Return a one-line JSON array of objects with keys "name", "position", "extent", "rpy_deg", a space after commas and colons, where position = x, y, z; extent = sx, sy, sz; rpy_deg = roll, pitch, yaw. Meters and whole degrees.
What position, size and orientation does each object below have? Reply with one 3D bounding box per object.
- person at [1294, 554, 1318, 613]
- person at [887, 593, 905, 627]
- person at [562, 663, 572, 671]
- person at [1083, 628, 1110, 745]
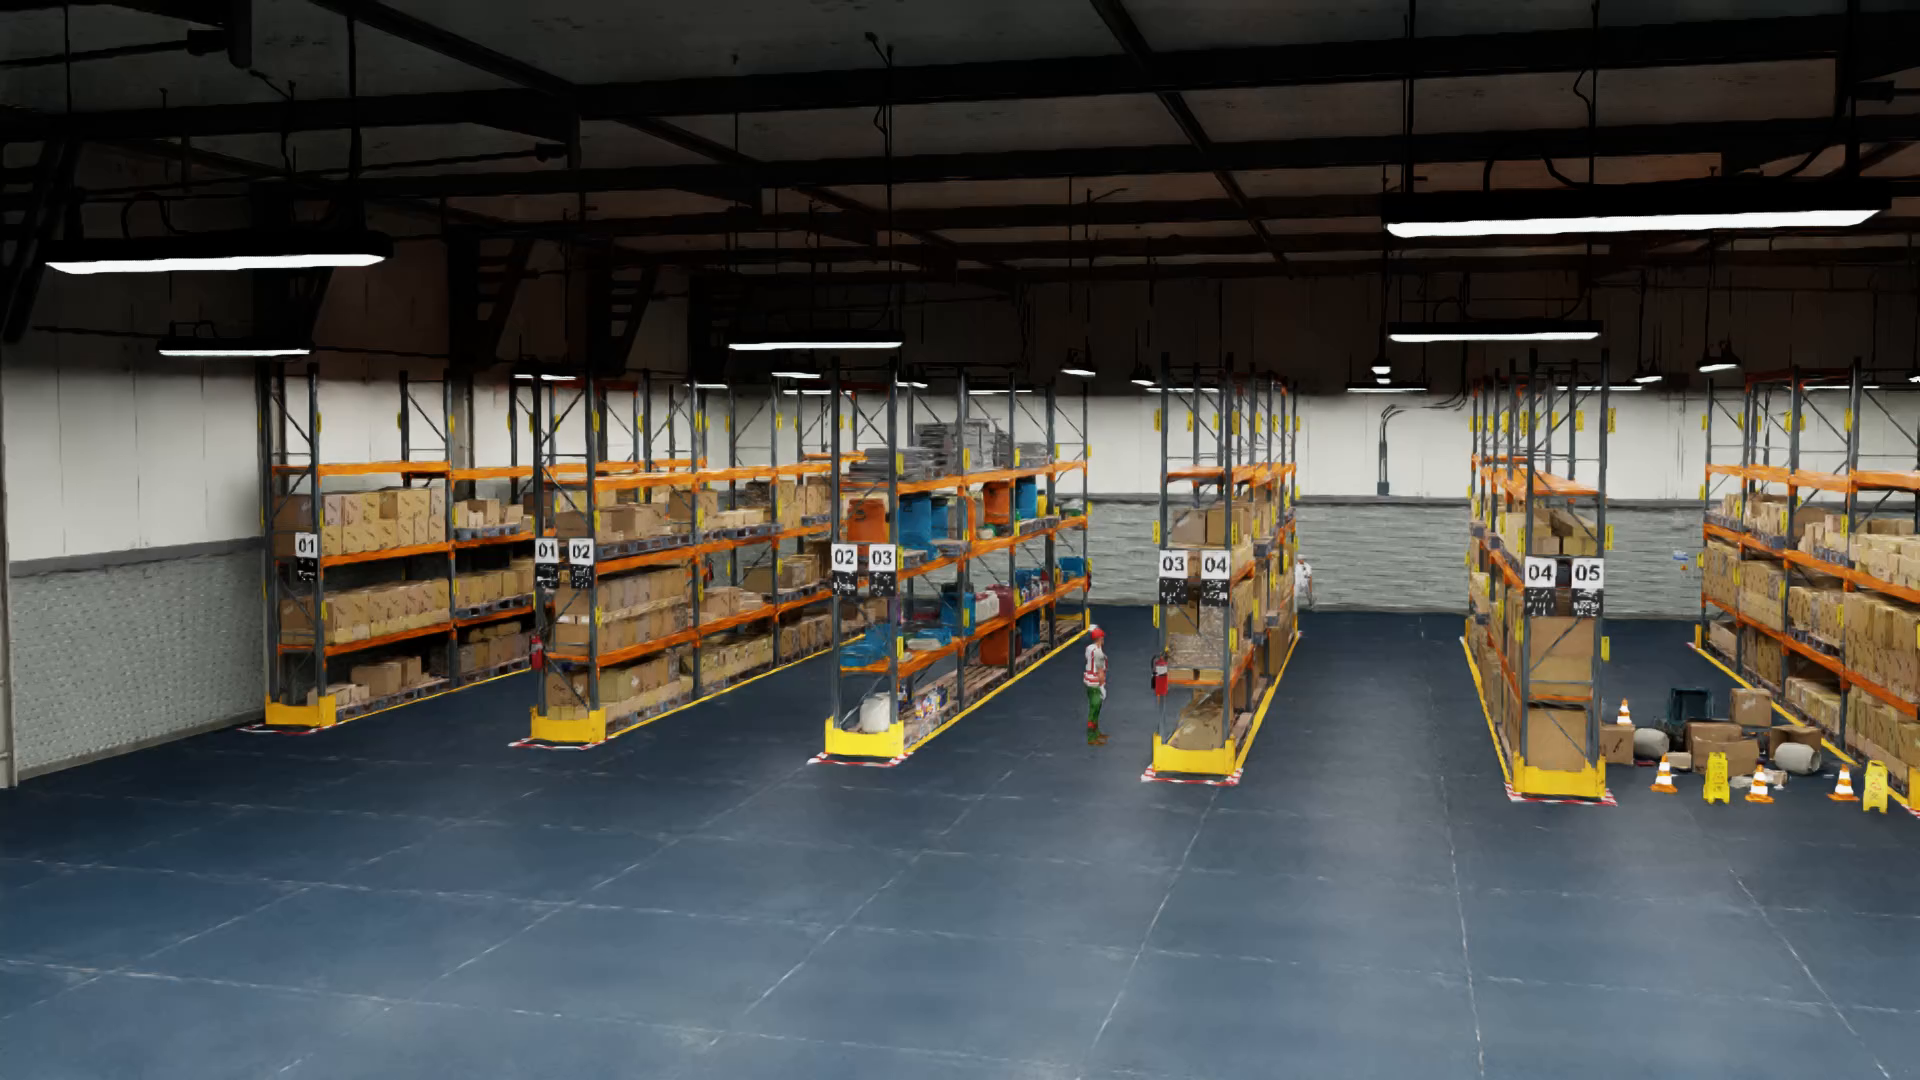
[{"name": "person", "position": [8.986, 1.152, 43.384], "extent": [0.527, 1.594, 0.935], "rpy_deg": [3, 5, 35]}, {"name": "person", "position": [-1.386, 1.690, 36.033], "extent": [0.432, 1.539, 0.947], "rpy_deg": [1, 4, 14]}, {"name": "person", "position": [-7.149, 2.018, 31.028], "extent": [0.477, 1.580, 1.003], "rpy_deg": [2, 4, 23]}, {"name": "person", "position": [2.168, 2.262, 25.958], "extent": [0.466, 1.794, 0.629], "rpy_deg": [-1, 4, -14]}]
